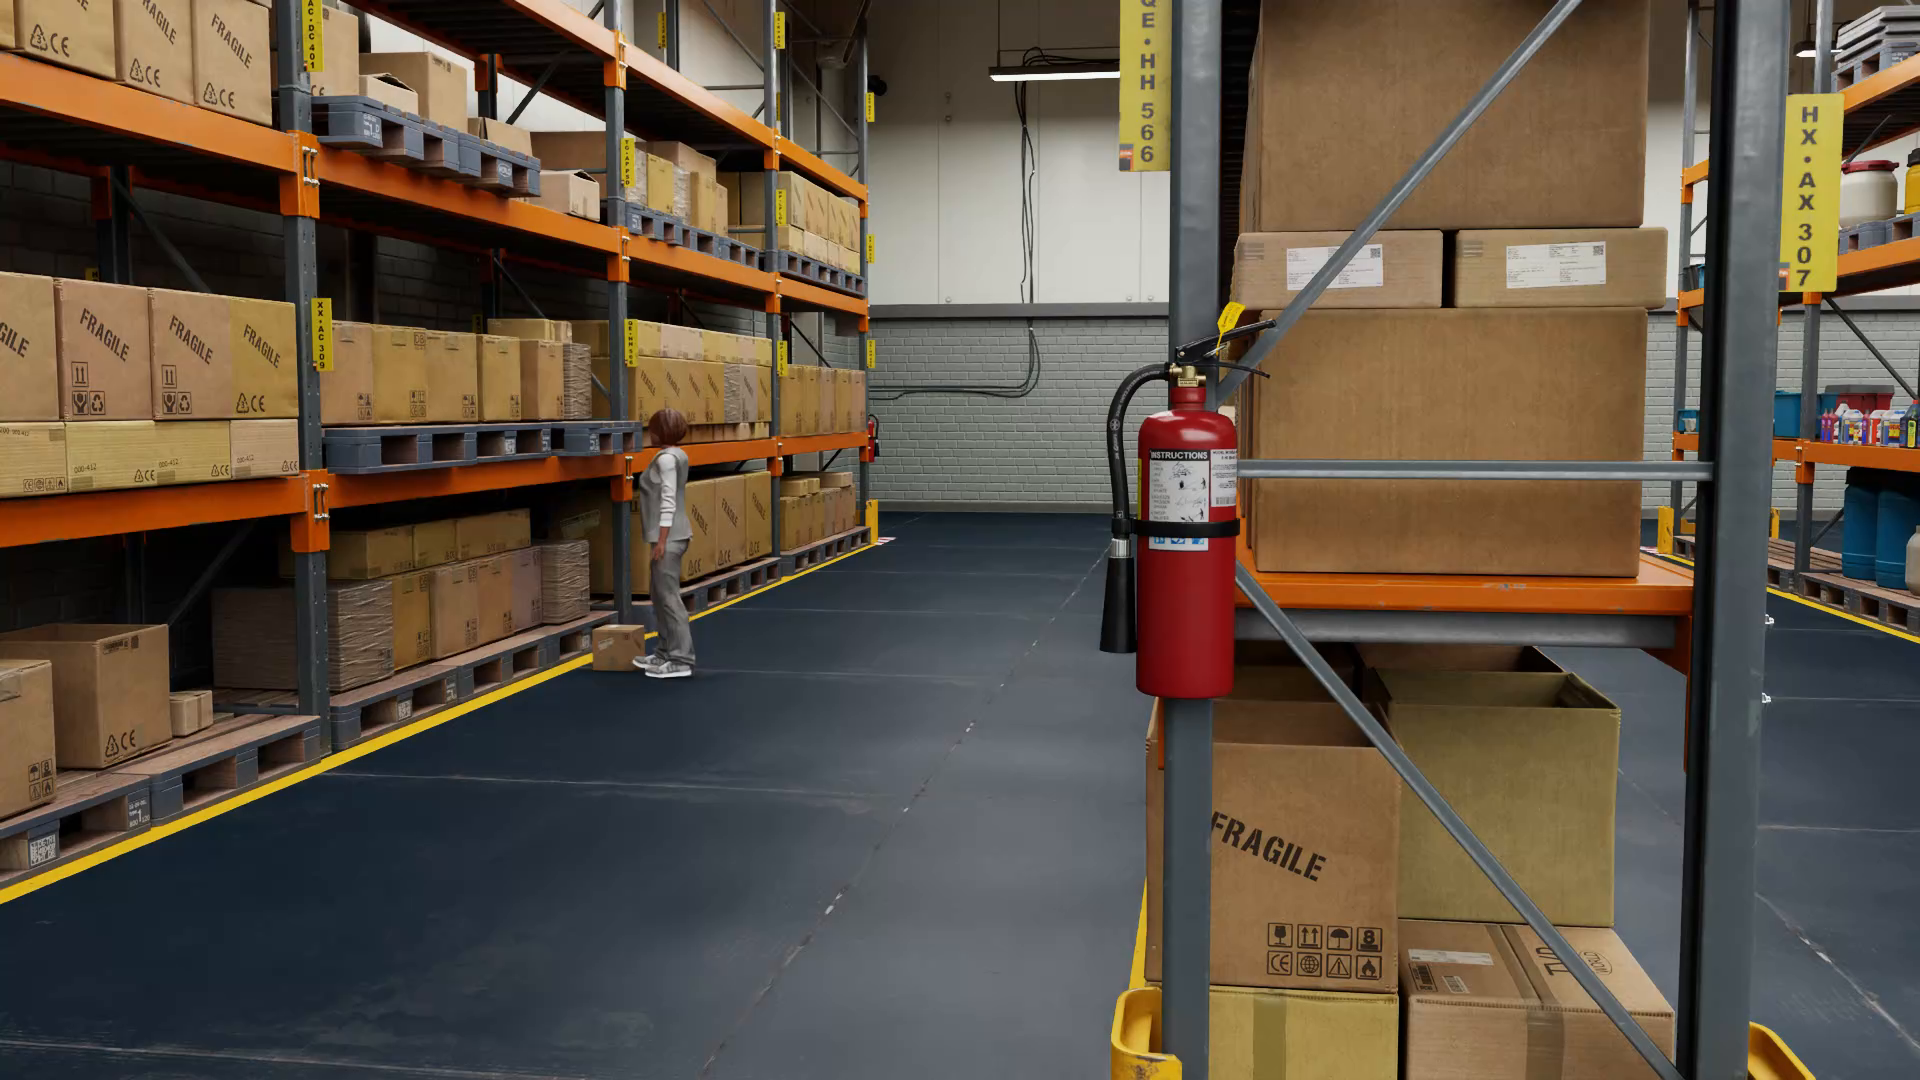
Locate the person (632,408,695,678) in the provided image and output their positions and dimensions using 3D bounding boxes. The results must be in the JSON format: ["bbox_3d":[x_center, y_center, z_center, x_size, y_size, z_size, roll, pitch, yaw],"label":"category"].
[{"bbox_3d":[-1.786,0.020,9.920,0.426,1.589,0.413,0,5,1],"label":"person"}]
